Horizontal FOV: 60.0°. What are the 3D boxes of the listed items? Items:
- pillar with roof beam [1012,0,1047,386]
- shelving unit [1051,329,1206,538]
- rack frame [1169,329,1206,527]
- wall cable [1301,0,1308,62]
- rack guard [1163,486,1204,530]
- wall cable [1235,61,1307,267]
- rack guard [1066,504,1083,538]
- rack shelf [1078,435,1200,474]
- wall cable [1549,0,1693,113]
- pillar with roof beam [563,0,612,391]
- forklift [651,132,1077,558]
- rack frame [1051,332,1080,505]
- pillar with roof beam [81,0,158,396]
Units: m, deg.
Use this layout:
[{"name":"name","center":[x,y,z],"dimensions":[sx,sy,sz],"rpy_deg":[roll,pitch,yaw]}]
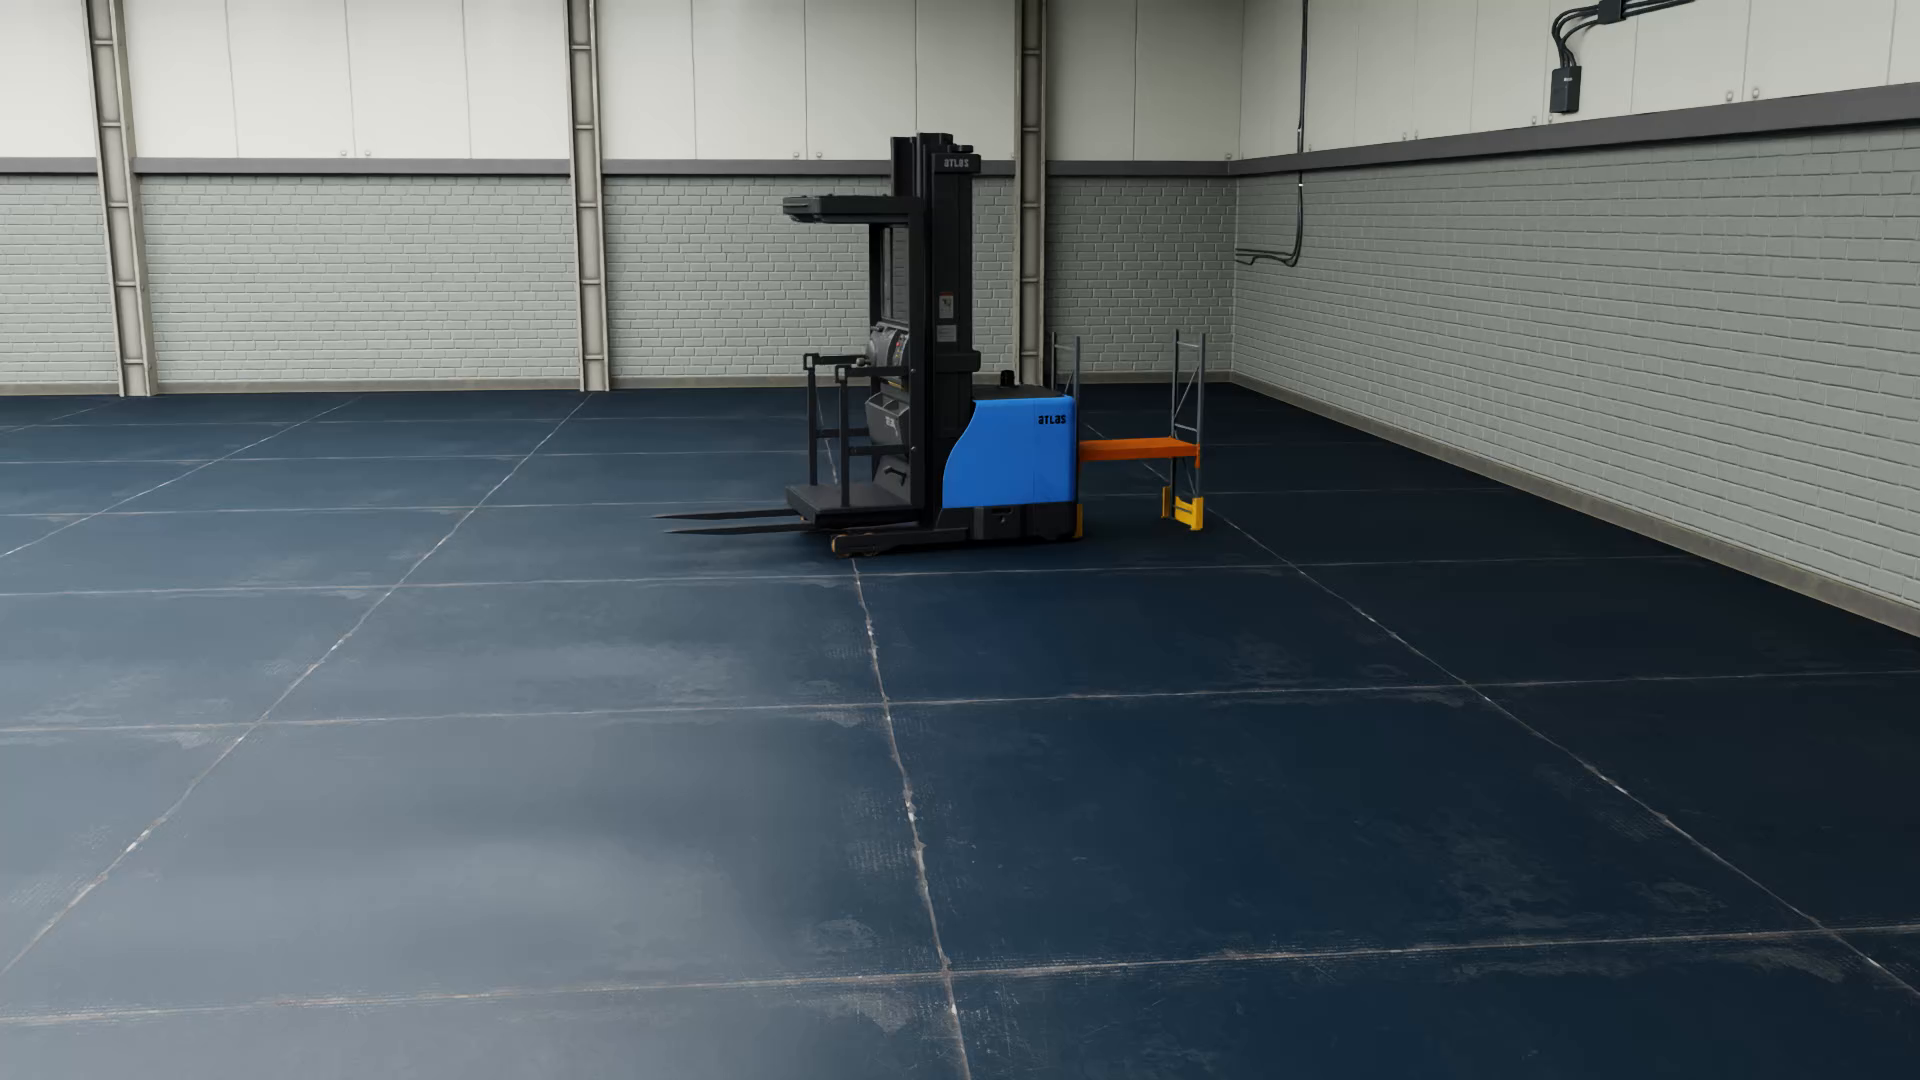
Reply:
[{"name":"pillar with roof beam","center":[1.423,-5.779,18.438],"dimensions":[0.400,9.000,9.100],"rpy_deg":[-1,11,-6]},{"name":"shelving unit","center":[1.267,-0.835,12.729],"dimensions":[1.083,1.500,0.587],"rpy_deg":[-4,12,-18]},{"name":"rack frame","center":[1.759,-0.866,12.886],"dimensions":[0.032,1.500,0.500],"rpy_deg":[-4,12,-18]},{"name":"wall cable","center":[4.322,-6.849,18.833],"dimensions":[0.112,2.526,3.097],"rpy_deg":[-1,11,-6]},{"name":"rack guard","center":[1.741,-0.252,13.001],"dimensions":[0.087,0.250,0.587],"rpy_deg":[-4,12,-18]},{"name":"wall cable","center":[4.029,-4.889,21.959],"dimensions":[0.112,2.526,3.097],"rpy_deg":[-1,11,-6]},{"name":"rack guard","center":[0.793,-0.192,12.699],"dimensions":[0.087,0.250,0.587],"rpy_deg":[-4,12,-18]},{"name":"rack shelf","center":[1.276,-0.659,12.767],"dimensions":[1.000,0.185,0.538],"rpy_deg":[-4,12,-18]},{"name":"wall cable","center":[5.039,-6.261,12.070],"dimensions":[0.169,6.003,2.305],"rpy_deg":[-1,11,-6]},{"name":"pillar with roof beam","center":[-4.542,-5.655,17.802],"dimensions":[0.400,9.000,9.100],"rpy_deg":[-1,11,-6]},{"name":"forklift","center":[-0.709,-1.426,12.025],"dimensions":[3.031,2.935,1.130],"rpy_deg":[-4,12,-18]},{"name":"rack frame","center":[0.792,-0.806,12.578],"dimensions":[0.032,1.500,0.500],"rpy_deg":[-4,12,-18]},{"name":"pillar with roof beam","center":[-10.507,-5.530,17.167],"dimensions":[0.400,9.000,9.100],"rpy_deg":[-1,11,-6]}]
